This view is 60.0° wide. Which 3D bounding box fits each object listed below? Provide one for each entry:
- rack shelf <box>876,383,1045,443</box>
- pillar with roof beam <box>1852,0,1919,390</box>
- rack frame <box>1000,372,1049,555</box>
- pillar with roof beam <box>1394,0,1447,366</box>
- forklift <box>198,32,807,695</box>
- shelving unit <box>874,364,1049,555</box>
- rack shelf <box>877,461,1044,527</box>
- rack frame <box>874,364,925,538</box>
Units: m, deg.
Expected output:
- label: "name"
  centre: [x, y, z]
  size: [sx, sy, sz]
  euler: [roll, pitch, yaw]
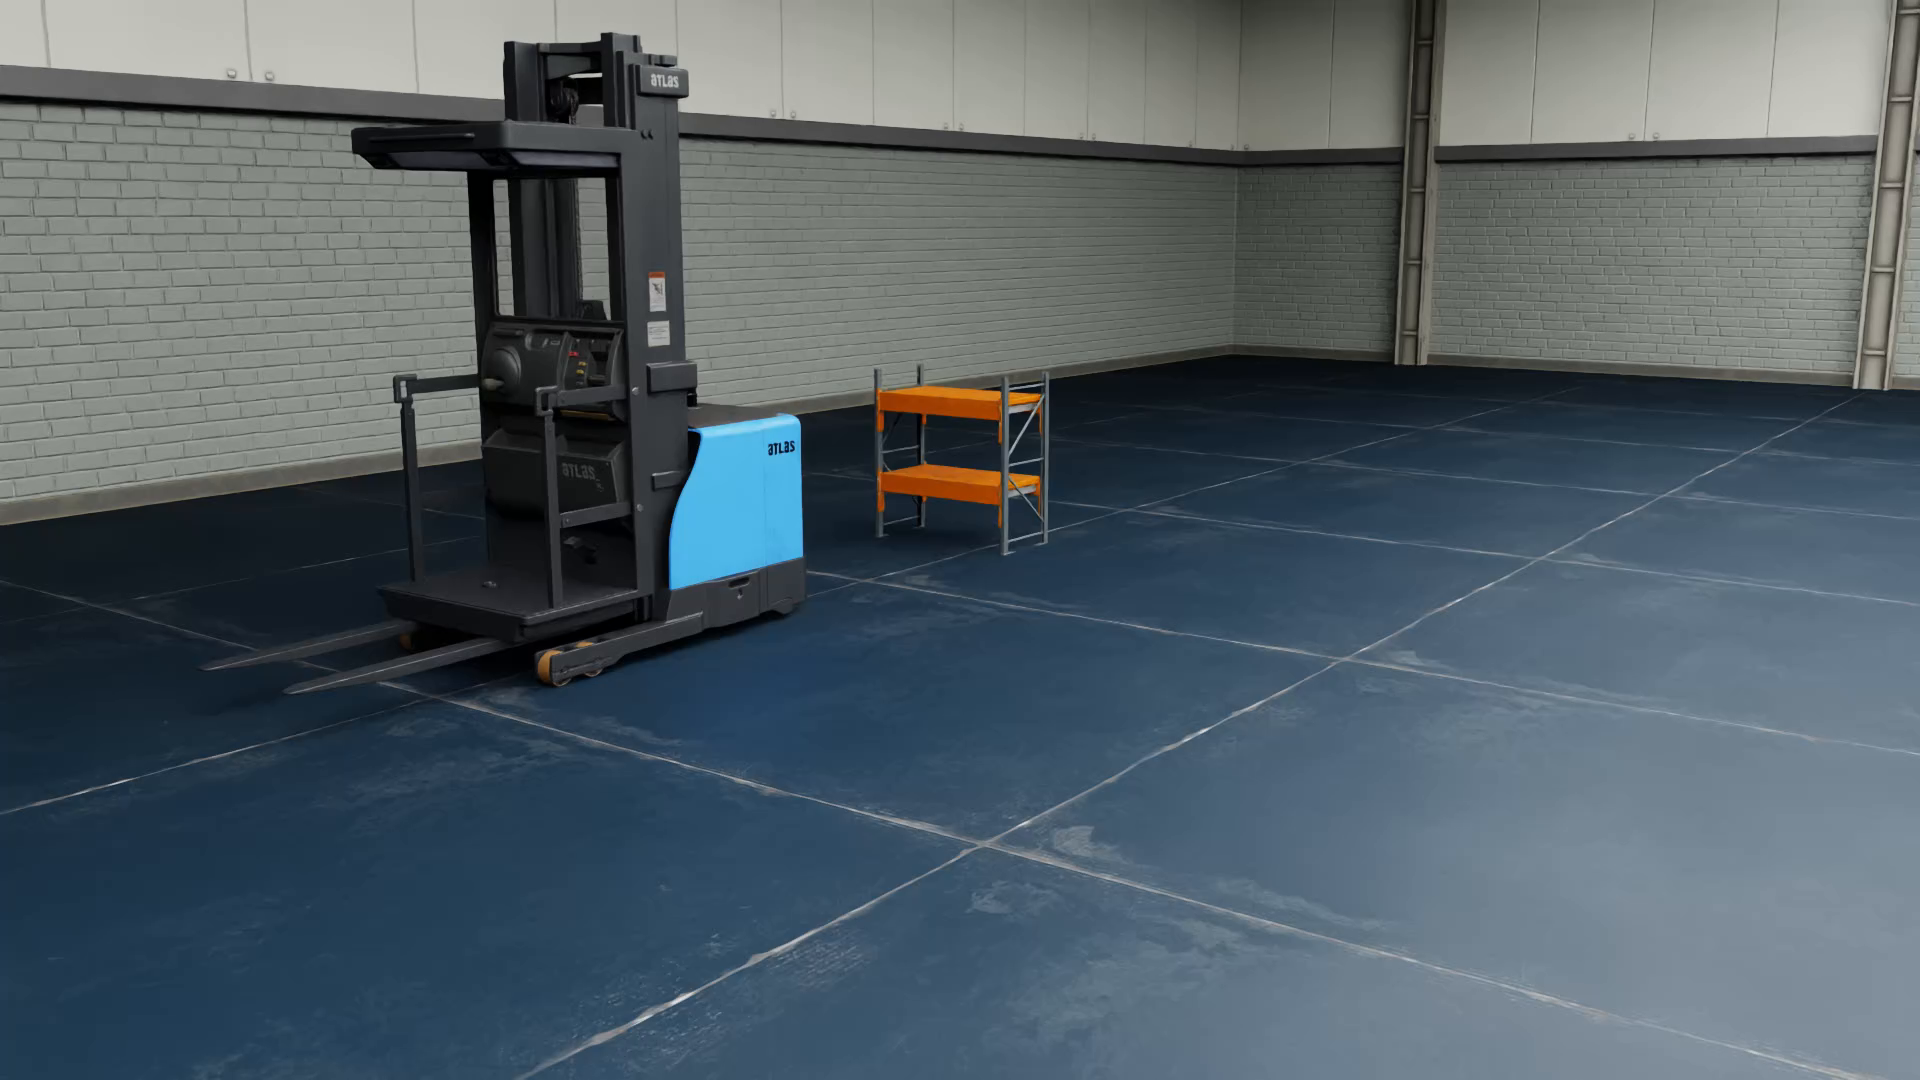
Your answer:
- label: "rack shelf"
  centre: [0.005, -0.839, 10.863]
  size: [1.000, 0.278, 0.538]
  euler: [8, 13, 36]
- label: "pillar with roof beam"
  centre: [8.884, -5.658, 16.583]
  size: [0.400, 9.000, 9.100]
  euler: [8, 13, 36]
- label: "rack frame"
  centre: [0.415, -0.494, 10.624]
  size: [0.032, 1.125, 0.500]
  euler: [8, 13, 36]
- label: "pillar with roof beam"
  centre: [4.048, -6.332, 20.069]
  size: [0.400, 9.000, 9.100]
  euler: [8, 13, 36]
- label: "forklift"
  centre: [-2.089, -0.875, 7.836]
  size: [1.130, 2.935, 3.031]
  euler: [8, 13, 34]
- label: "shelving unit"
  centre: [0.005, -0.552, 10.919]
  size: [1.048, 1.125, 0.538]
  euler: [8, 13, 36]
- label: "rack shelf"
  centre: [0.005, -0.311, 10.965]
  size: [1.000, 0.278, 0.538]
  euler: [8, 13, 36]
- label: "rack frame"
  centre: [-0.404, -0.609, 11.214]
  size: [0.032, 1.125, 0.500]
  euler: [8, 13, 36]
